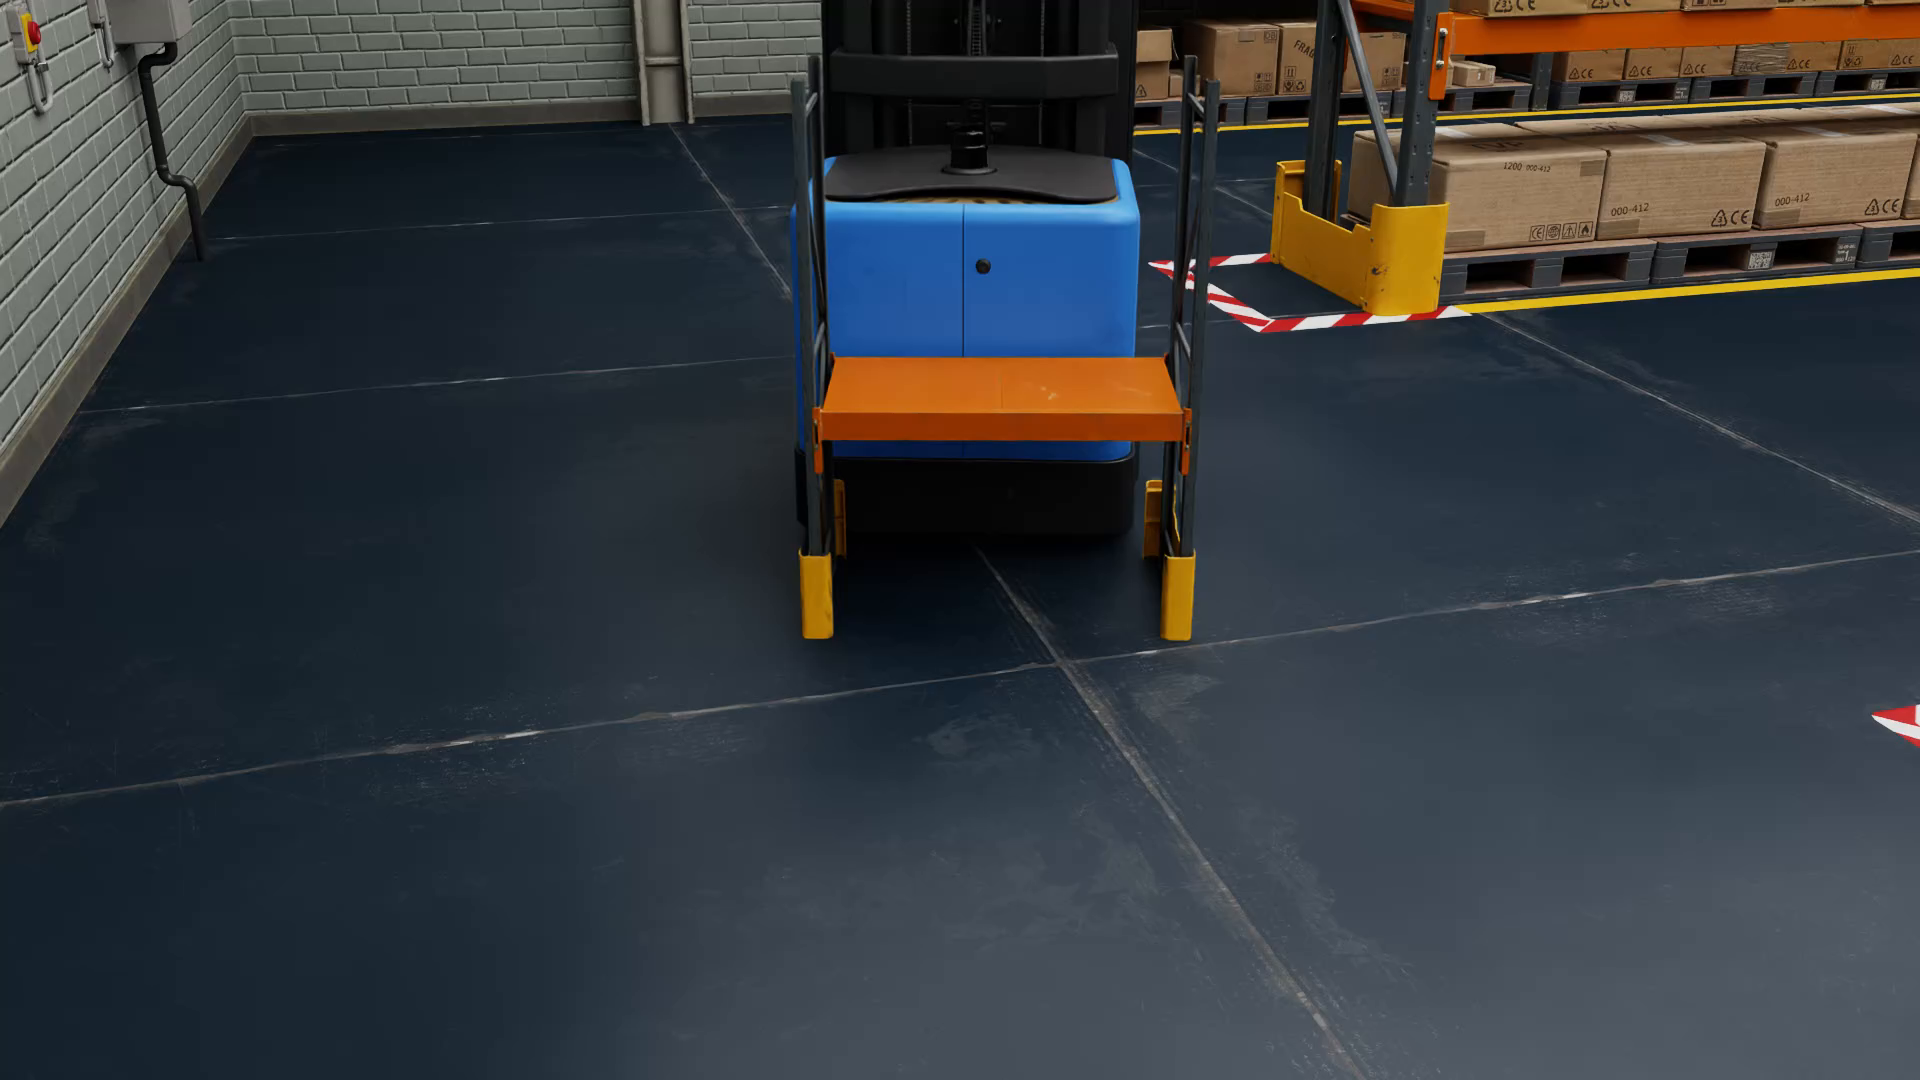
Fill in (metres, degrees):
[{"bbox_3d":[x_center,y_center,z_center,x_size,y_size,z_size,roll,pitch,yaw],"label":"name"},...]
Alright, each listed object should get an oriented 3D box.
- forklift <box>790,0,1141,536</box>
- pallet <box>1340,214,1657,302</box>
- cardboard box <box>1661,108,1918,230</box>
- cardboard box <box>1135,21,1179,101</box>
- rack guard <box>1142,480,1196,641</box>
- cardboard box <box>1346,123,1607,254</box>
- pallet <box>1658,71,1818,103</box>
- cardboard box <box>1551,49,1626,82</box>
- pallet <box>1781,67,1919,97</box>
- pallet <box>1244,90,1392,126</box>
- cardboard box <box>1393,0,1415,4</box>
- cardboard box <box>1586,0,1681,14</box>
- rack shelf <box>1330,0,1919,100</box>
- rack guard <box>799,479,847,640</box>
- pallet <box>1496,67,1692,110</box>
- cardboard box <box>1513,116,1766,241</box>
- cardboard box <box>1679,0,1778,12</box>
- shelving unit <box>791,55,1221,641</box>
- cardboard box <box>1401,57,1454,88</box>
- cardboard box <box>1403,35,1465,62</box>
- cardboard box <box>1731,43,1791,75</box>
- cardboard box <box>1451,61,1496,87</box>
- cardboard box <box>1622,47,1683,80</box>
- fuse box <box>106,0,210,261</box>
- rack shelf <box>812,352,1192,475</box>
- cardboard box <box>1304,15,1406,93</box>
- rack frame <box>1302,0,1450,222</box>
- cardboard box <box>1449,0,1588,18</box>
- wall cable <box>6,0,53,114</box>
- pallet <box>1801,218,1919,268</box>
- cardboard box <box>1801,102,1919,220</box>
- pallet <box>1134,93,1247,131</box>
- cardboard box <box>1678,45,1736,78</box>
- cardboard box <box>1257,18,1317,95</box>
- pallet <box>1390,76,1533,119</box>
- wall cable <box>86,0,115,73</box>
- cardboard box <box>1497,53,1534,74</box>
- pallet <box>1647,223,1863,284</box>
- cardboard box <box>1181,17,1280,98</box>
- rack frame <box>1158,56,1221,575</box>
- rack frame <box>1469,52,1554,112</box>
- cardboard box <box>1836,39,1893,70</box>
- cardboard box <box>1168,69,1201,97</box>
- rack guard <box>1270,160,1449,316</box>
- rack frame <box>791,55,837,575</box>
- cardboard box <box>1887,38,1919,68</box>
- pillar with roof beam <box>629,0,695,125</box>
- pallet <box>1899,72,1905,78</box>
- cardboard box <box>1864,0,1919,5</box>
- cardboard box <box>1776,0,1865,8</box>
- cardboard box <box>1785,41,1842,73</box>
[{"bbox_3d":[0.079,-1.897,5.954,1.130,2.935,3.031,1,23,2],"label":"forklift"},{"bbox_3d":[2.688,-1.476,8.423,1.213,0.211,1.003,-6,24,-14],"label":"pallet"},{"bbox_3d":[4.295,-1.963,8.737,0.875,0.438,0.875,-7,24,-16],"label":"cardboard box"},{"bbox_3d":[1.209,-3.602,12.473,0.637,0.503,0.797,-7,24,-16],"label":"cardboard box"},{"bbox_3d":[0.602,0.049,4.818,0.087,0.250,0.587,0,23,0],"label":"rack guard"},{"bbox_3d":[2.547,-1.767,8.280,0.875,0.438,0.875,-7,24,-16],"label":"cardboard box"},{"bbox_3d":[6.395,-3.904,14.080,1.213,0.211,1.003,-6,24,-14],"label":"pallet"},{"bbox_3d":[4.972,-3.963,13.320,0.500,0.500,0.500,-5,24,-12],"label":"cardboard box"},{"bbox_3d":[7.568,-4.032,14.380,1.213,0.211,1.003,-6,24,-14],"label":"pallet"},{"bbox_3d":[2.607,-3.467,13.063,1.213,0.211,1.003,-6,24,-14],"label":"pallet"},{"bbox_3d":[2.332,-2.841,7.939,0.500,0.500,0.500,-6,24,-14],"label":"cardboard box"},{"bbox_3d":[2.958,-2.695,7.601,0.500,0.500,0.500,-7,24,-15],"label":"cardboard box"},{"bbox_3d":[3.864,-2.525,8.243,4.000,0.370,1.077,-6,24,-14],"label":"rack shelf"},{"bbox_3d":[-0.394,0.046,4.825,0.087,0.250,0.587,0,23,0],"label":"rack guard"},{"bbox_3d":[5.219,-3.772,13.774,1.213,0.211,1.003,-6,24,-14],"label":"pallet"},{"bbox_3d":[3.426,-1.867,8.514,0.875,0.438,0.875,-6,24,-13],"label":"cardboard box"},{"bbox_3d":[3.453,-2.743,7.711,0.500,0.500,0.500,-6,24,-15],"label":"cardboard box"},{"bbox_3d":[0.104,-0.527,4.575,1.083,1.500,0.587,0,23,0],"label":"shelving unit"},{"bbox_3d":[3.645,-3.681,12.959,0.258,0.266,0.396,-5,24,-12],"label":"cardboard box"},{"bbox_3d":[3.746,-3.930,13.481,0.500,0.311,0.500,-5,24,-12],"label":"cardboard box"},{"bbox_3d":[6.465,-4.128,13.704,0.500,0.500,0.500,-7,24,-16],"label":"cardboard box"},{"bbox_3d":[3.989,-3.665,13.070,0.250,0.149,0.380,-7,24,-16],"label":"cardboard box"},{"bbox_3d":[5.482,-4.024,13.461,0.500,0.500,0.500,-7,24,-15],"label":"cardboard box"},{"bbox_3d":[-3.911,-2.254,8.334,0.414,1.711,0.539,-6,24,-14],"label":"fuse box"},{"bbox_3d":[0.113,-0.361,4.646,1.000,0.185,0.538,0,23,0],"label":"rack shelf"},{"bbox_3d":[3.042,-3.787,12.910,0.500,0.500,0.700,-7,24,-16],"label":"cardboard box"},{"bbox_3d":[1.939,-2.643,7.605,0.127,3.000,1.000,-6,24,-14],"label":"rack frame"},{"bbox_3d":[2.479,-2.631,7.450,0.500,0.500,0.500,-7,24,-15],"label":"cardboard box"},{"bbox_3d":[-3.484,-2.515,5.978,0.123,1.953,0.585,-6,24,-14],"label":"wall cable"},{"bbox_3d":[5.037,-1.736,9.028,1.213,0.211,1.003,-6,24,-14],"label":"pallet"},{"bbox_3d":[5.157,-2.058,8.960,0.875,0.438,0.875,-7,24,-15],"label":"cardboard box"},{"bbox_3d":[1.435,-3.339,12.764,1.213,0.211,1.003,-6,24,-14],"label":"pallet"},{"bbox_3d":[5.964,-4.075,13.581,0.500,0.500,0.500,-7,24,-16],"label":"cardboard box"},{"bbox_3d":[2.578,-3.695,12.695,0.500,0.500,0.500,-6,24,-13],"label":"cardboard box"},{"bbox_3d":[3.784,-3.599,13.369,1.213,0.211,1.003,-6,24,-14],"label":"pallet"},{"bbox_3d":[-3.878,-3.037,7.236,0.122,1.984,0.588,-6,24,-14],"label":"wall cable"},{"bbox_3d":[4.839,-4.162,13.783,0.500,0.500,0.500,-6,24,-15],"label":"cardboard box"},{"bbox_3d":[3.860,-1.605,8.722,1.213,0.211,1.003,-6,24,-14],"label":"pallet"},{"bbox_3d":[2.042,-3.677,12.652,0.500,0.500,0.700,-5,24,-12],"label":"cardboard box"},{"bbox_3d":[0.621,-0.525,4.571,0.032,1.500,0.500,0,23,0],"label":"rack frame"},{"bbox_3d":[4.446,-4.953,12.989,0.127,3.000,1.000,-6,24,-14],"label":"rack frame"},{"bbox_3d":[7.463,-4.247,13.982,0.500,0.500,0.500,-7,24,-15],"label":"cardboard box"},{"bbox_3d":[1.628,-3.469,12.614,0.250,0.149,0.380,-7,24,-16],"label":"cardboard box"},{"bbox_3d":[1.916,-1.491,8.092,0.348,0.500,1.175,-6,24,-14],"label":"rack guard"},{"bbox_3d":[-0.396,-0.528,4.579,0.032,1.500,0.500,0,23,0],"label":"rack frame"},{"bbox_3d":[7.948,-4.297,14.097,0.500,0.500,0.500,-6,24,-13],"label":"cardboard box"},{"bbox_3d":[-1.082,-5.704,7.132,0.400,9.000,9.100,-6,24,-14],"label":"pillar with roof beam"},{"bbox_3d":[9.100,-4.170,14.702,1.213,0.211,1.003,-6,24,-14],"label":"pallet"},{"bbox_3d":[4.439,-2.852,7.967,0.500,0.500,0.500,-7,24,-15],"label":"cardboard box"},{"bbox_3d":[3.930,-2.802,7.850,0.500,0.500,0.500,-6,24,-13],"label":"cardboard box"},{"bbox_3d":[6.960,-4.191,13.850,0.500,0.500,0.500,-5,24,-12],"label":"cardboard box"}]
